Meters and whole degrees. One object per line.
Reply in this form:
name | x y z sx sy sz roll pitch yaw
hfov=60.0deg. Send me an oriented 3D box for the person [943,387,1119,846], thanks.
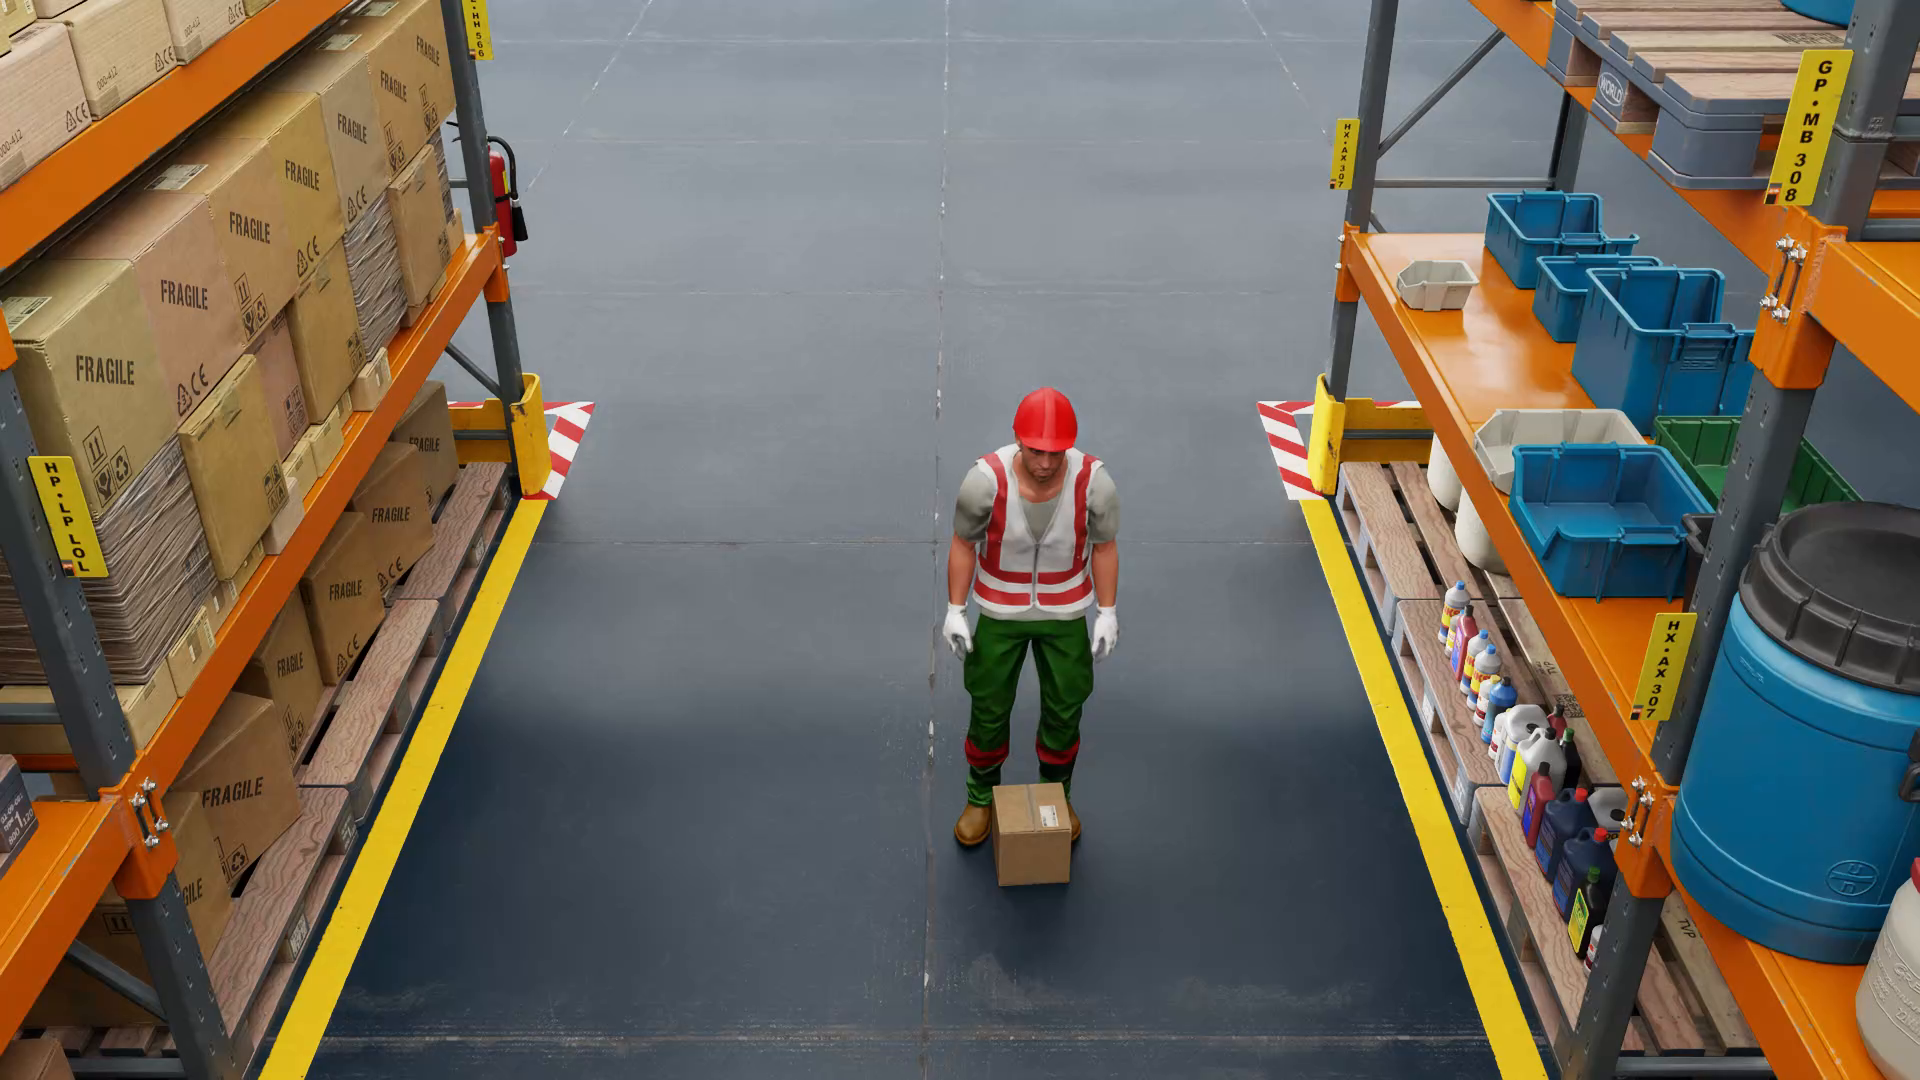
person | 0.244 0.268 5.679 0.606 1.778 0.453 0 31 0
